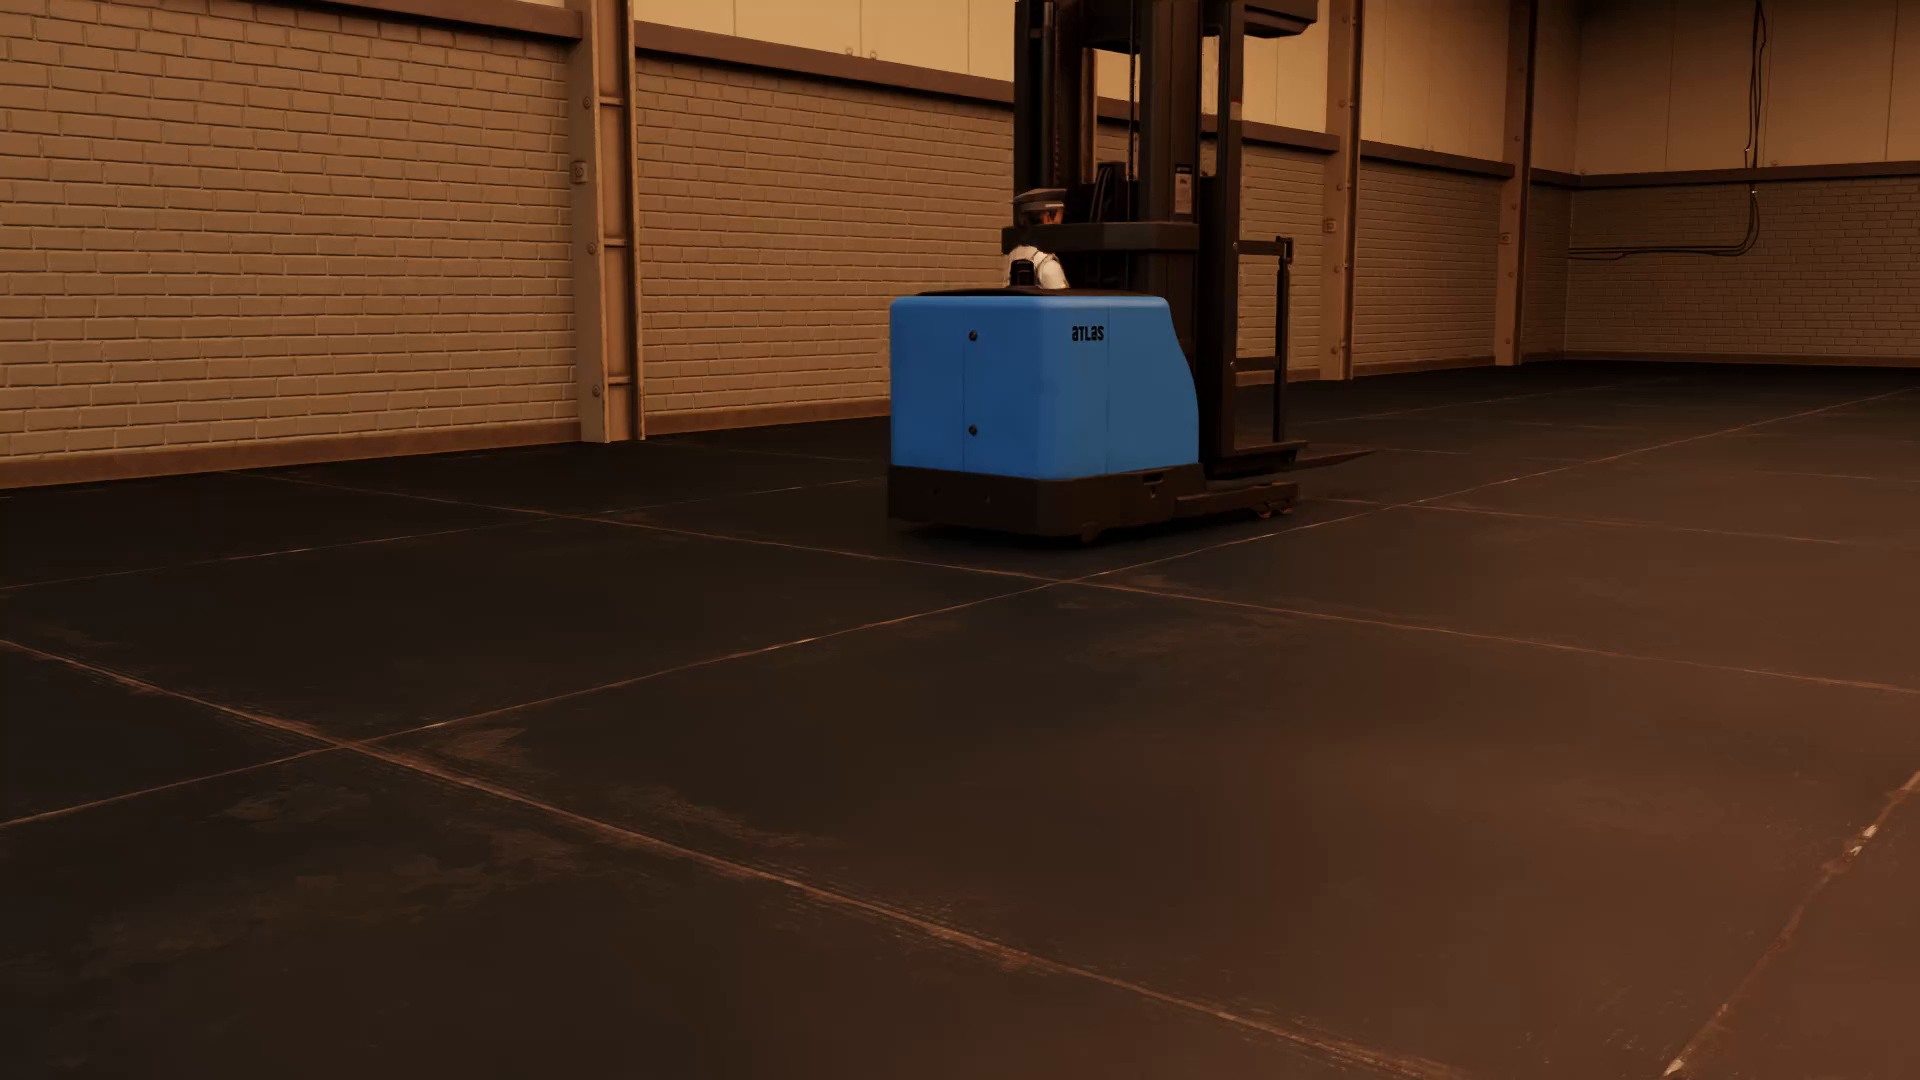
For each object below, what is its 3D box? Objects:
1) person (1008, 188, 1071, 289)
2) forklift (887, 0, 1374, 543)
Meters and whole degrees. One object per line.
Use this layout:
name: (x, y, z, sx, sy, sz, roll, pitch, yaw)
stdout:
person: (0.587, -0.917, 7.919, 0.680, 1.489, 0.721, -1, 8, -10)
forklift: (1.035, -1.598, 8.204, 1.130, 2.935, 3.031, 8, 11, 42)
